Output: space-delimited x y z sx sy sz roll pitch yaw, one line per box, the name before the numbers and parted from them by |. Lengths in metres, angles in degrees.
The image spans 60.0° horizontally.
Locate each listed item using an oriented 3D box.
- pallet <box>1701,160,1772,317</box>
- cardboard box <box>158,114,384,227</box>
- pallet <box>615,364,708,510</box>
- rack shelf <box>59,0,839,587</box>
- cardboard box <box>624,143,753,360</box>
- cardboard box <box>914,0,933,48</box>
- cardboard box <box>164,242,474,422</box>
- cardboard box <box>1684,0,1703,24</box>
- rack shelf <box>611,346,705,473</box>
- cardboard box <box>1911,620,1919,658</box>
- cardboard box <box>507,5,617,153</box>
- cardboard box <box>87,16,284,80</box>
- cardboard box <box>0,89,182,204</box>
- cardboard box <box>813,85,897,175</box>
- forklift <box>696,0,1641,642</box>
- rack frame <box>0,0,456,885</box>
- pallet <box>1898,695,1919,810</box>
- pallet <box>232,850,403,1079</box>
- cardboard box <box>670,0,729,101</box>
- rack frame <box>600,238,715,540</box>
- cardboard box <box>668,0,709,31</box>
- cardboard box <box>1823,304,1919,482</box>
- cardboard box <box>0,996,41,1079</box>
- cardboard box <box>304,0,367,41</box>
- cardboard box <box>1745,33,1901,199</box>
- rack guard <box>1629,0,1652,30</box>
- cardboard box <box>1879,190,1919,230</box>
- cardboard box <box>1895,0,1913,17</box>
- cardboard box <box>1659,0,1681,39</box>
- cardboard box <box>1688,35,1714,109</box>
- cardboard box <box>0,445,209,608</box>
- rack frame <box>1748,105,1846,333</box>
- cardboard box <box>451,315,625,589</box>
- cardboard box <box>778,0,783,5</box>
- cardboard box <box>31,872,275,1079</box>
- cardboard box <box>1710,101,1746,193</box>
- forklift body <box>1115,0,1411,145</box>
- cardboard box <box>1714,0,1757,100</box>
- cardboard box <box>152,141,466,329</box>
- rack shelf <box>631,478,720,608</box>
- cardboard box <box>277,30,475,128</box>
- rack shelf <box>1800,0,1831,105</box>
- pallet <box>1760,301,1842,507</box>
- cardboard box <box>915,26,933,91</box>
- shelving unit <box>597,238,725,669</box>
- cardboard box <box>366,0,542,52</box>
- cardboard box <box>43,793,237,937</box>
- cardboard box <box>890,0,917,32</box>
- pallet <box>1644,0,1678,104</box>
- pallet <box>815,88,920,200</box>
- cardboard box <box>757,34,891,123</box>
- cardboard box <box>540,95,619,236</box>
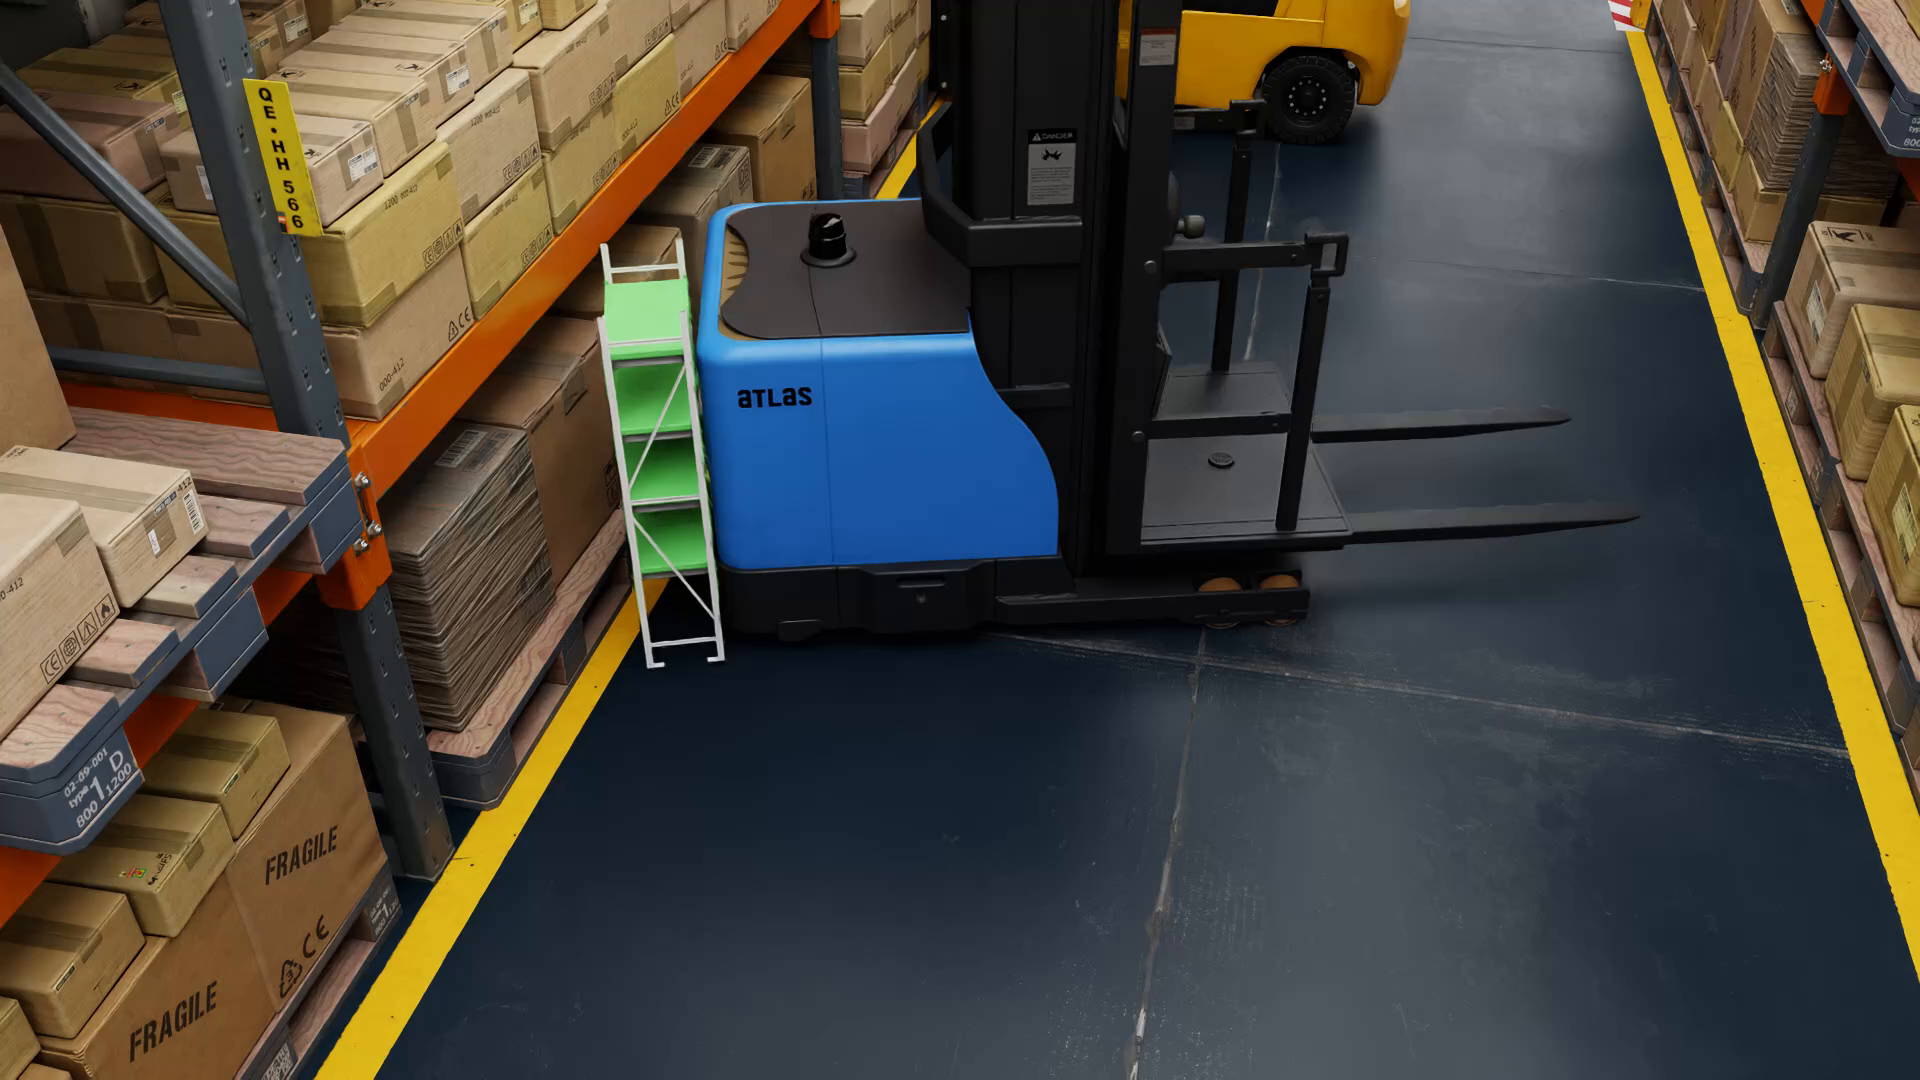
pallet | 3.928 -1.319 7.390 1.003 0.211 1.213 7 37 10
cardboard box | -1.530 -0.835 3.707 0.380 0.149 0.250 8 37 11
pallet | -1.409 -0.421 6.151 1.003 0.211 1.213 7 37 10
rack shelf | -1.459 -1.241 5.519 1.077 0.370 4.000 7 37 10
cardboard box | -1.305 -1.143 6.437 0.875 0.625 0.625 7 37 9
cardboard box | -0.402 -2.752 8.551 0.500 0.250 0.500 7 37 10
cardboard box | -1.552 -0.549 4.079 0.500 0.250 0.500 7 37 10
cardboard box | 4.119 -2.971 8.639 0.500 0.500 0.500 6 36 8
rack shelf | -0.900 -0.395 4.956 0.258 0.148 0.480 -6 34 -7
cardboard box | 3.244 0.382 4.549 0.950 0.372 0.625 7 36 9
cardboard box | -1.315 -1.336 4.739 0.500 0.250 0.500 6 36 9
cardboard box | -1.952 -1.205 4.219 0.380 0.149 0.250 7 37 10
cardboard box | -2.014 -0.901 3.799 0.380 0.149 0.250 8 37 11
cardboard box | -0.605 -1.971 7.899 0.500 0.250 0.500 8 37 10
forklift | 0.712 -1.209 4.920 3.031 2.935 1.130 -3 36 -4
rack frame | -1.886 -0.386 3.726 1.000 3.000 0.127 7 37 10
pallet | 3.133 0.916 4.307 1.003 0.211 1.213 7 37 10
pallet | -2.082 1.167 3.960 1.003 0.211 1.213 7 37 10
cardboard box | -1.121 -1.727 5.704 0.500 0.250 0.500 8 37 10
rack frame | -0.937 -0.382 5.254 0.240 1.200 0.015 -6 34 -7
cardboard box | -1.104 -1.919 5.543 0.500 0.250 0.500 8 37 11
cardboard box | 3.559 -0.451 5.698 0.950 0.372 0.625 10 37 13
cardboard box | -1.972 0.960 3.089 0.380 0.149 0.250 8 37 11
cardboard box | -1.836 -1.495 4.619 0.380 0.149 0.250 7 37 10
cardboard box | 3.683 -1.792 7.013 0.500 0.500 0.500 7 36 9
rack guard | 4.657 -3.296 9.872 1.175 0.500 0.348 7 37 10
cardboard box | 4.208 -1.420 7.138 0.500 0.250 0.500 6 36 8
cardboard box | 3.392 -1.850 5.602 0.380 0.149 0.250 8 37 11
cardboard box | 4.231 -2.981 9.292 0.500 0.250 0.500 7 37 10
cardboard box | 4.010 -2.375 8.456 0.500 0.250 0.500 10 37 13
cardboard box | -1.651 -0.029 3.091 0.380 0.149 0.250 8 37 11
rack frame | 3.819 -2.059 6.035 1.000 3.000 0.127 7 37 10
cardboard box | -1.607 -0.326 5.309 0.875 0.625 0.625 8 37 11
cardboard box | -0.883 -2.296 6.490 0.500 0.250 0.500 8 37 11
cardboard box | -1.883 1.011 3.571 0.500 0.500 0.500 7 36 9
cardboard box | 3.786 -1.795 7.655 0.500 0.250 0.500 6 36 9
forklift body | 1.200 -3.313 8.488 2.313 2.155 1.214 7 37 10
cardboard box | 3.898 -2.376 7.819 0.500 0.500 0.500 9 37 12
cardboard box | -1.528 -0.748 3.928 0.500 0.250 0.500 7 37 10
rack shelf | -0.896 0.004 5.223 0.258 0.148 0.480 -6 34 -7
cardboard box | -1.444 -1.138 4.127 0.380 0.149 0.250 8 37 11
rack shelf | 4.246 -2.914 7.828 1.077 0.370 4.000 7 37 10
pallet | 3.654 -0.483 6.237 1.003 0.211 1.213 7 37 10
cardboard box | -0.417 -2.561 8.713 0.500 0.250 0.500 8 37 11
shelving unit | -0.898 -0.249 5.054 0.258 1.200 0.503 -6 34 -7
cardboard box | -1.376 -1.438 4.539 0.380 0.149 0.250 8 37 10
cardboard box | -1.772 0.669 3.490 0.380 0.149 0.250 6 36 8
cardboard box | -0.502 -2.670 8.011 0.500 0.250 0.500 7 37 10
pallet | 4.449 -2.718 9.320 1.003 0.211 1.213 7 37 10
pallet | -0.821 -2.000 8.330 1.003 0.211 1.213 7 37 10
cardboard box | -0.626 -2.177 7.756 0.500 0.250 0.500 7 37 10
cardboard box | -1.337 -1.133 4.884 0.500 0.250 0.500 6 36 8
